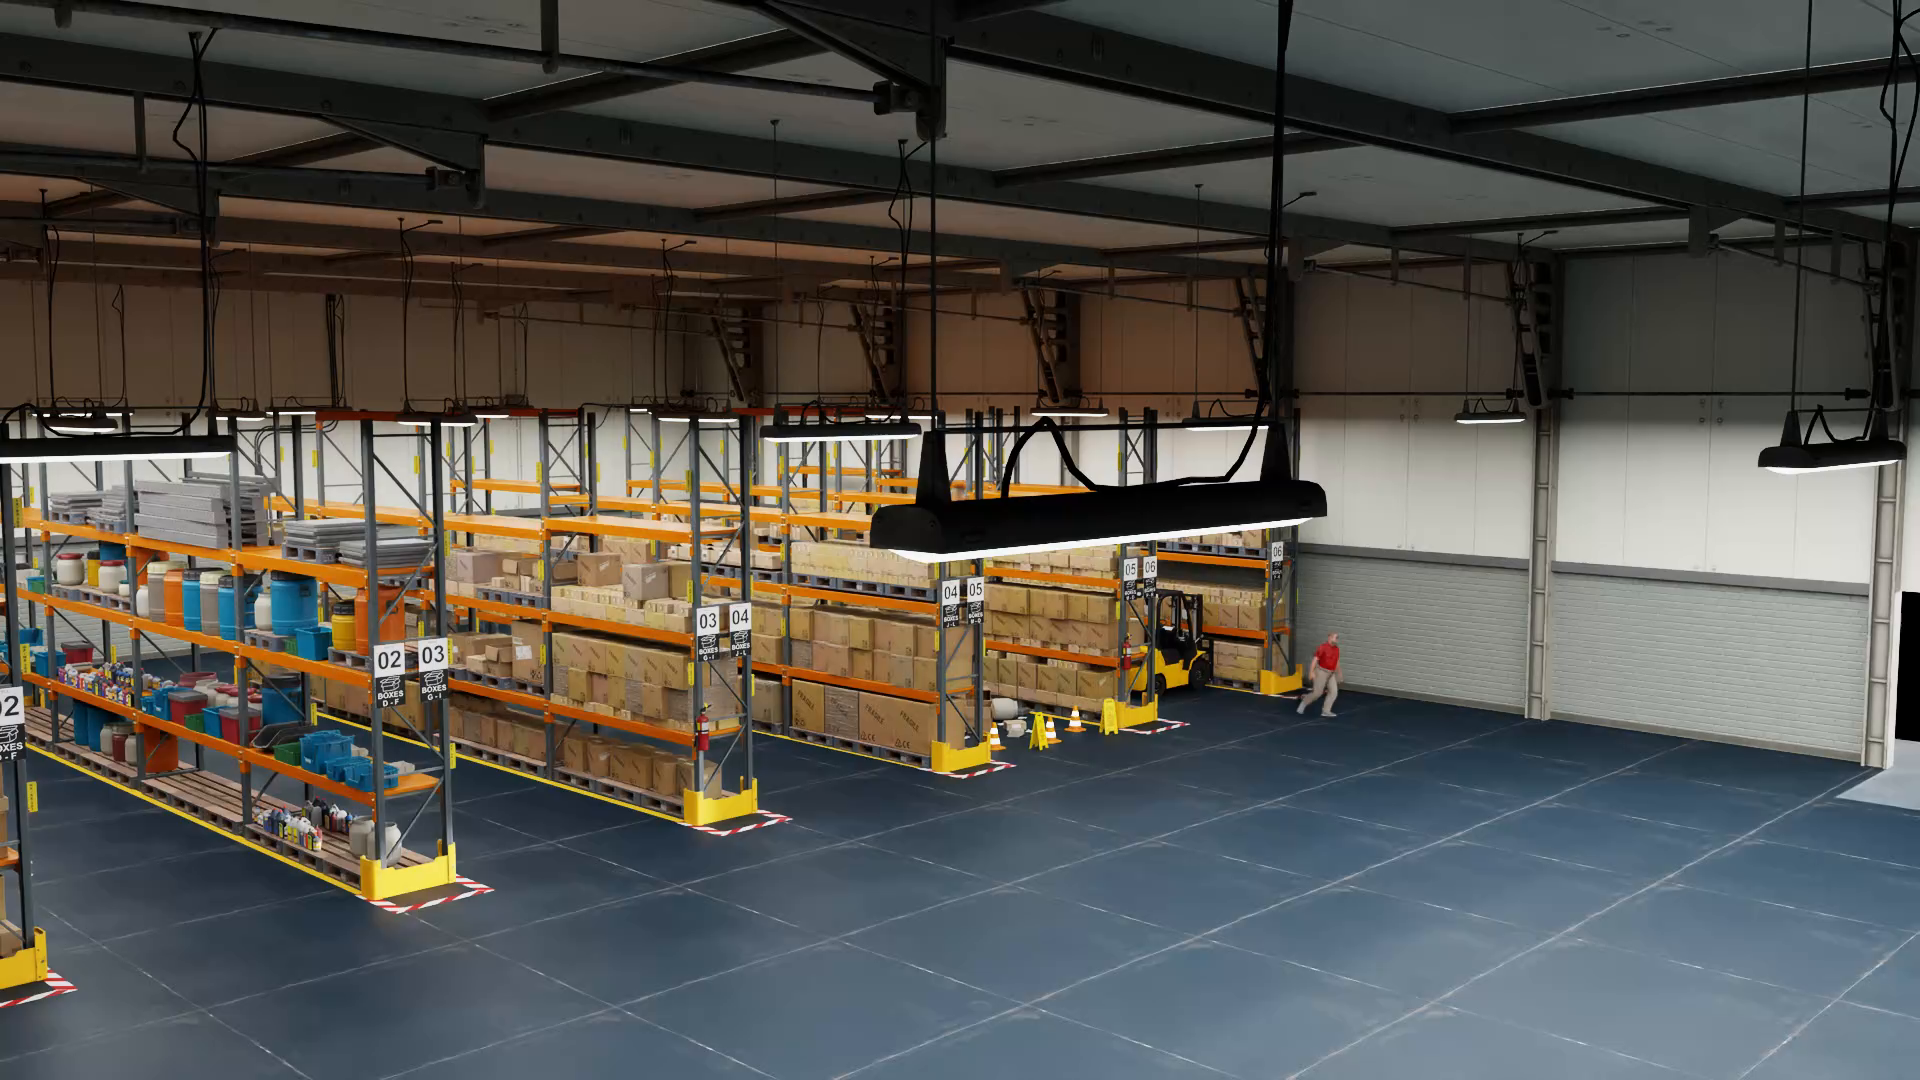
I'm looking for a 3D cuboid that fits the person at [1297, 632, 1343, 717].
[{"bbox_3d":[7.054,2.614,32.564,0.739,1.668,0.727,-5,7,-42],"label":"person"}]

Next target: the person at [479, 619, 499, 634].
[{"bbox_3d":[-11.989,1.719,42.171,0.687,1.826,0.853,1,5,10],"label":"person"}]
